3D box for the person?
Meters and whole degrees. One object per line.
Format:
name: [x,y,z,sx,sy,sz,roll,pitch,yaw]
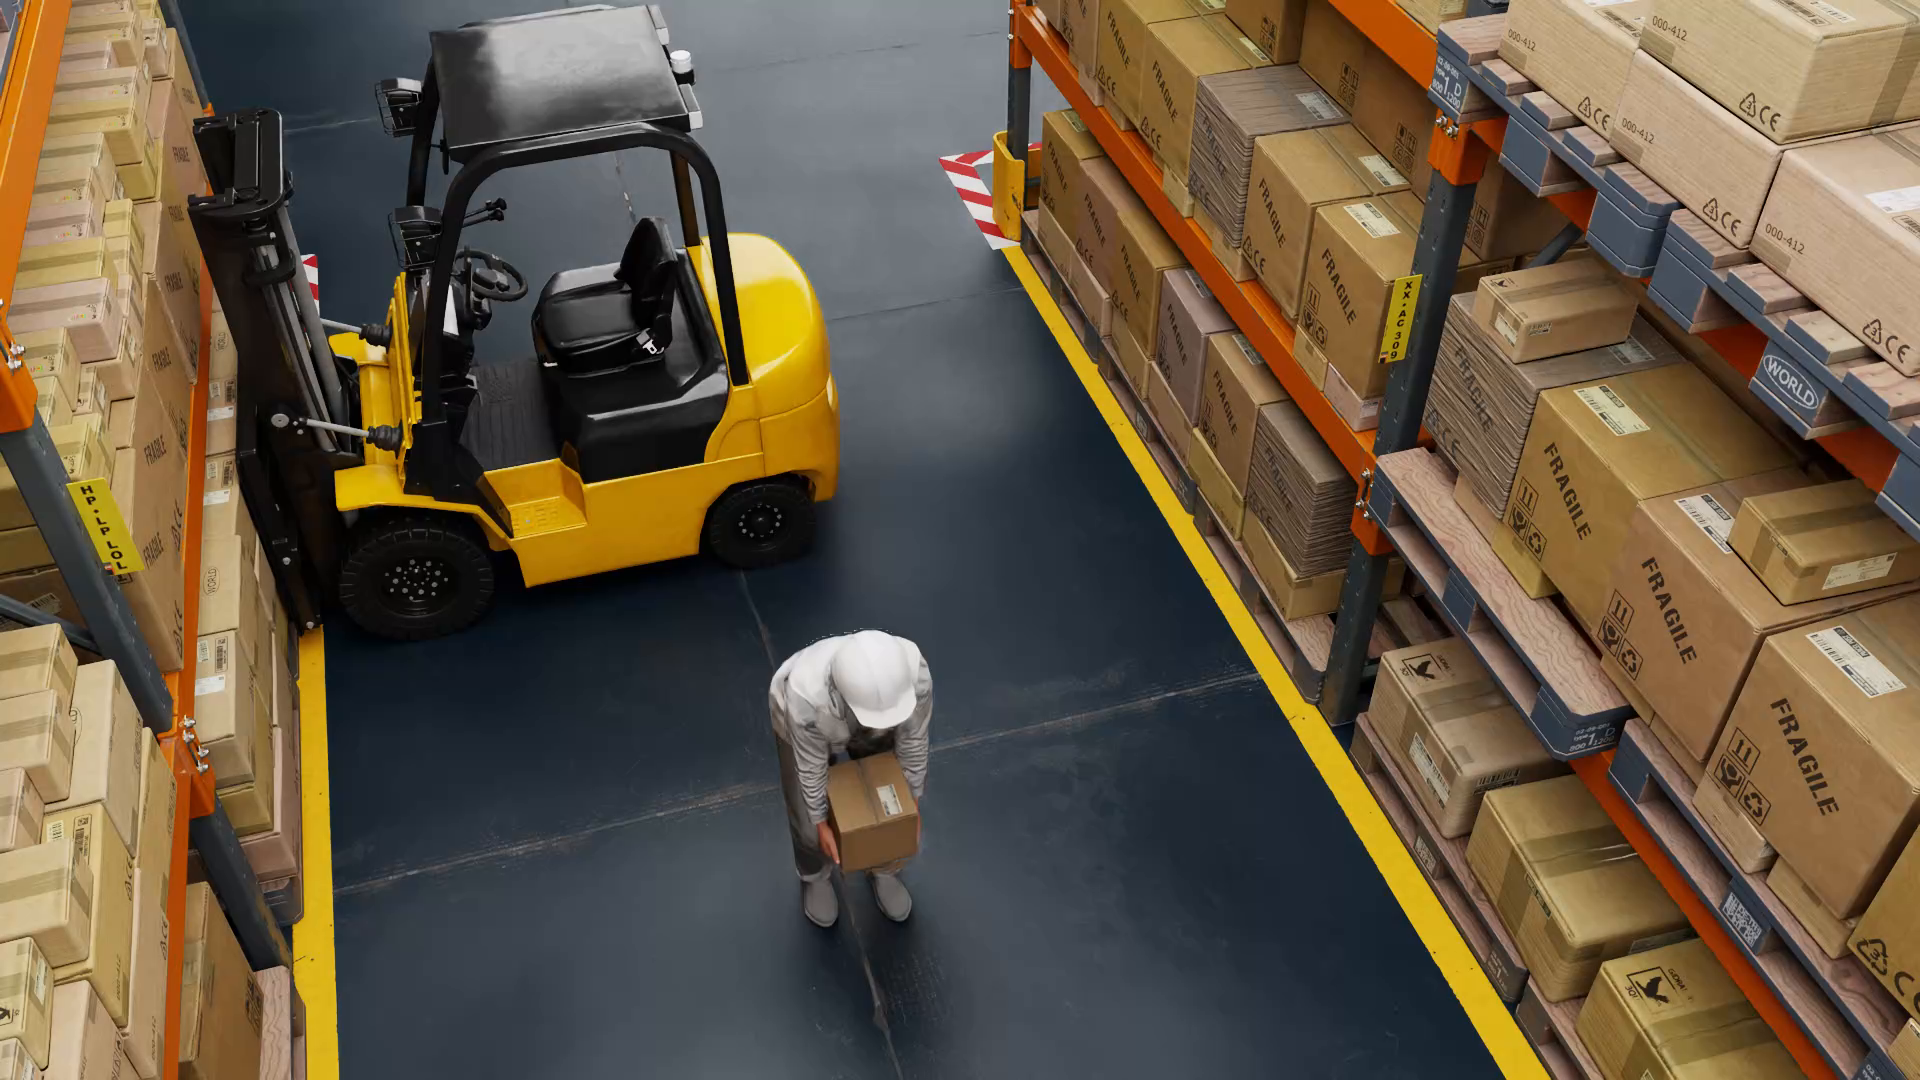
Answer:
person: [-0.331,0.745,5.425,0.475,1.627,0.758,-13,43,-14]
